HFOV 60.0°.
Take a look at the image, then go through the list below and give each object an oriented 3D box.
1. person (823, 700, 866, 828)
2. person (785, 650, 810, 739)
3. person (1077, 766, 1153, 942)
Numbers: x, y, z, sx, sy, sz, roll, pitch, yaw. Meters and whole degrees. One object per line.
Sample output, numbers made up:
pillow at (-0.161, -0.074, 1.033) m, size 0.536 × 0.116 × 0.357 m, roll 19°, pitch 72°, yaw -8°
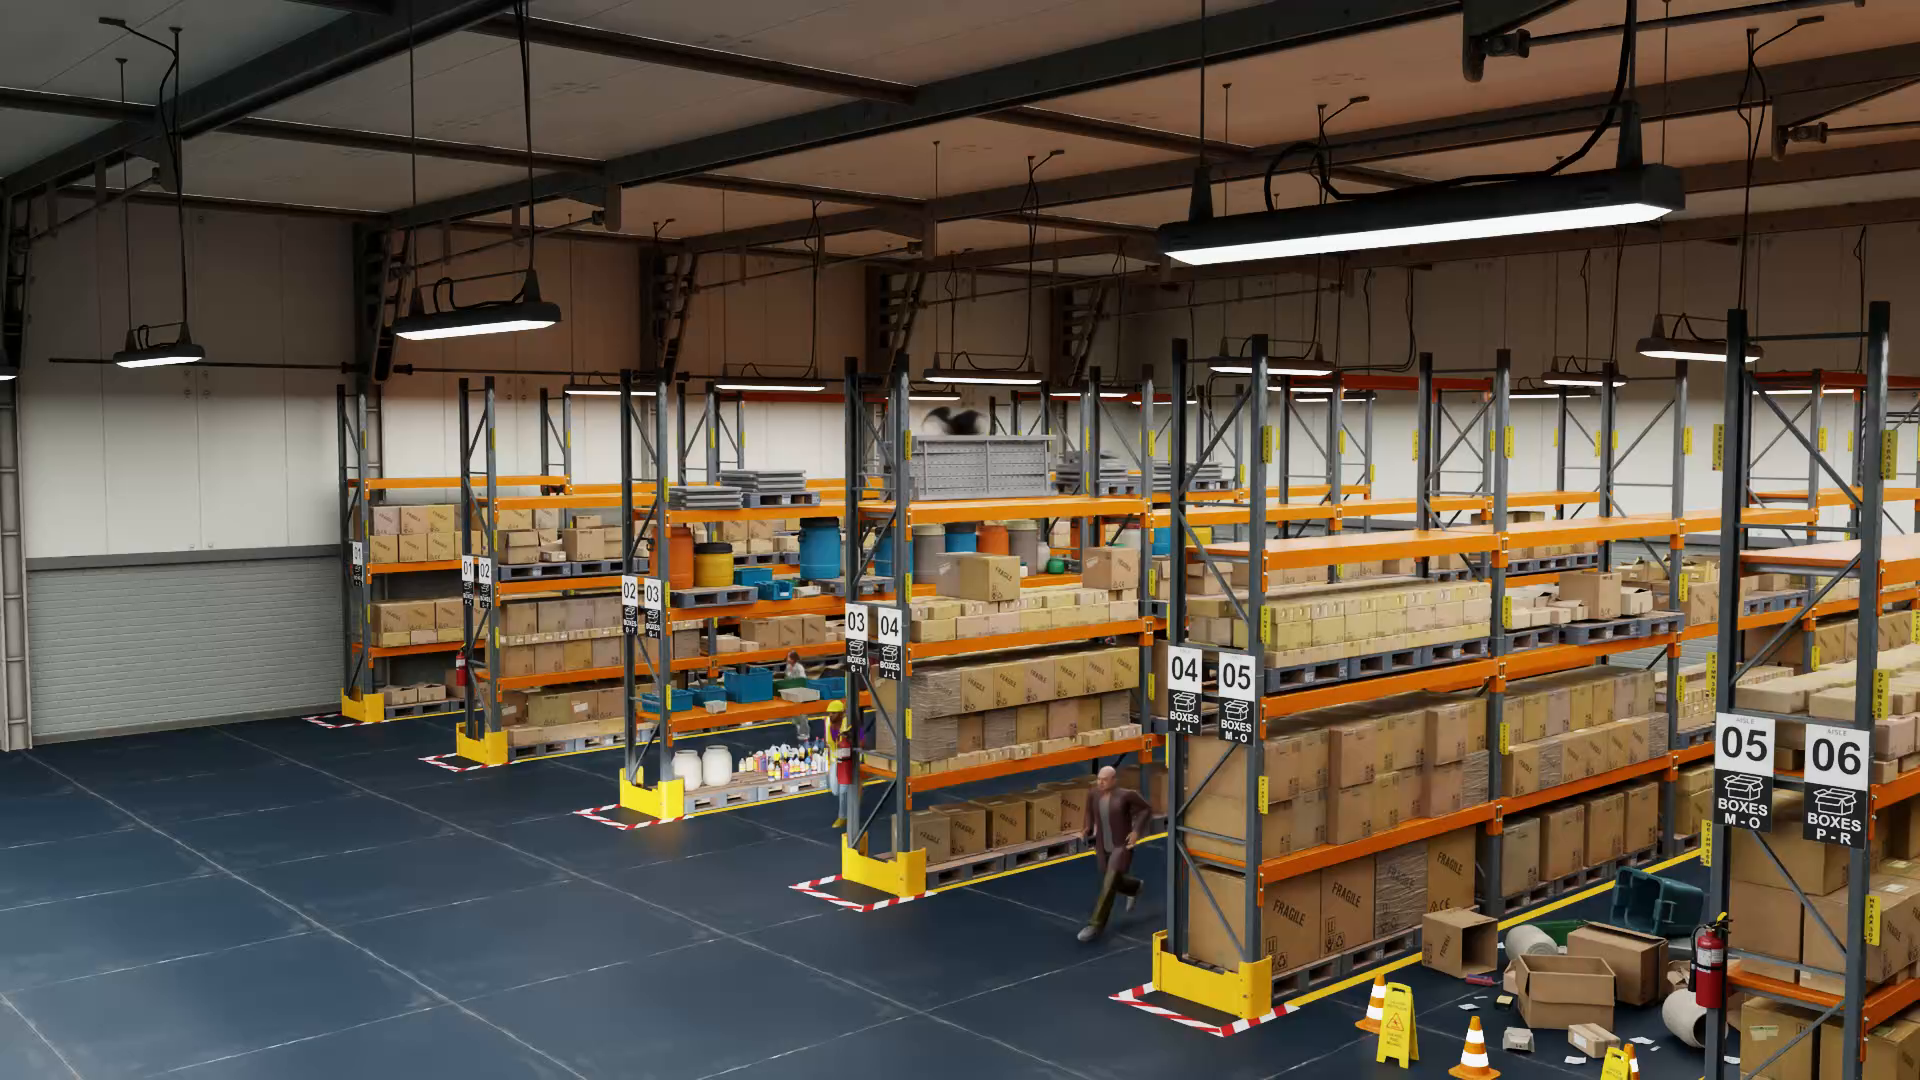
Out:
person at (-1.504, 2.910, 21.789) m, size 0.695 × 1.690 × 0.799 m, roll 2°, pitch 4°, yaw 25°
person at (-2.711, 2.619, 27.541) m, size 0.496 × 1.428 × 0.695 m, roll 3°, pitch 5°, yaw 35°
person at (1.608, 3.163, 17.111) m, size 0.733 × 1.738 × 1.148 m, roll 3°, pitch 5°, yaw 35°
